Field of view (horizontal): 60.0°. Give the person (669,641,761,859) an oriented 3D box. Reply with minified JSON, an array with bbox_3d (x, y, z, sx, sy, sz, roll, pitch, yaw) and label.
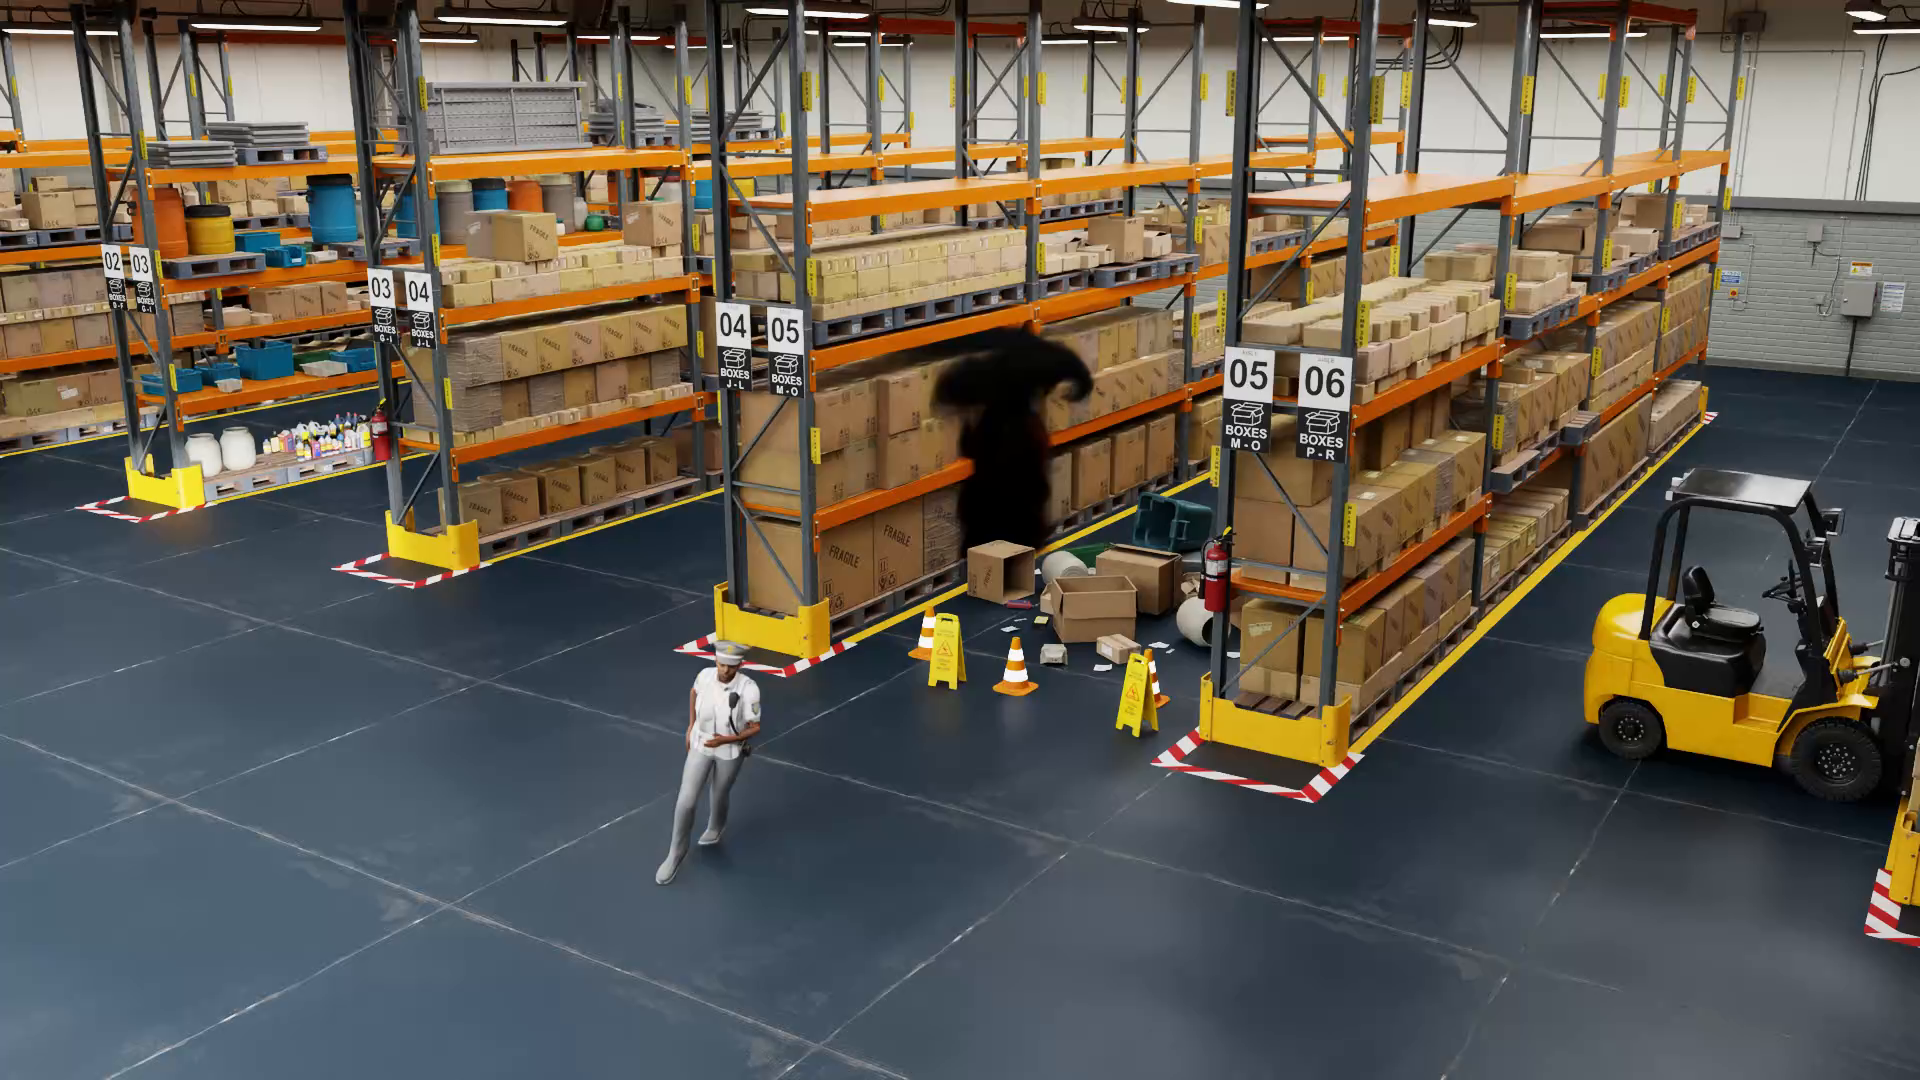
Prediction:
[{"bbox_3d":[-1.605,1.346,11.048,0.631,1.522,0.761,2,16,7],"label":"person"}]

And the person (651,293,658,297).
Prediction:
[{"bbox_3d":[-7.230,-6.062,38.446,0.886,1.452,0.624,14,21,40],"label":"person"}]
